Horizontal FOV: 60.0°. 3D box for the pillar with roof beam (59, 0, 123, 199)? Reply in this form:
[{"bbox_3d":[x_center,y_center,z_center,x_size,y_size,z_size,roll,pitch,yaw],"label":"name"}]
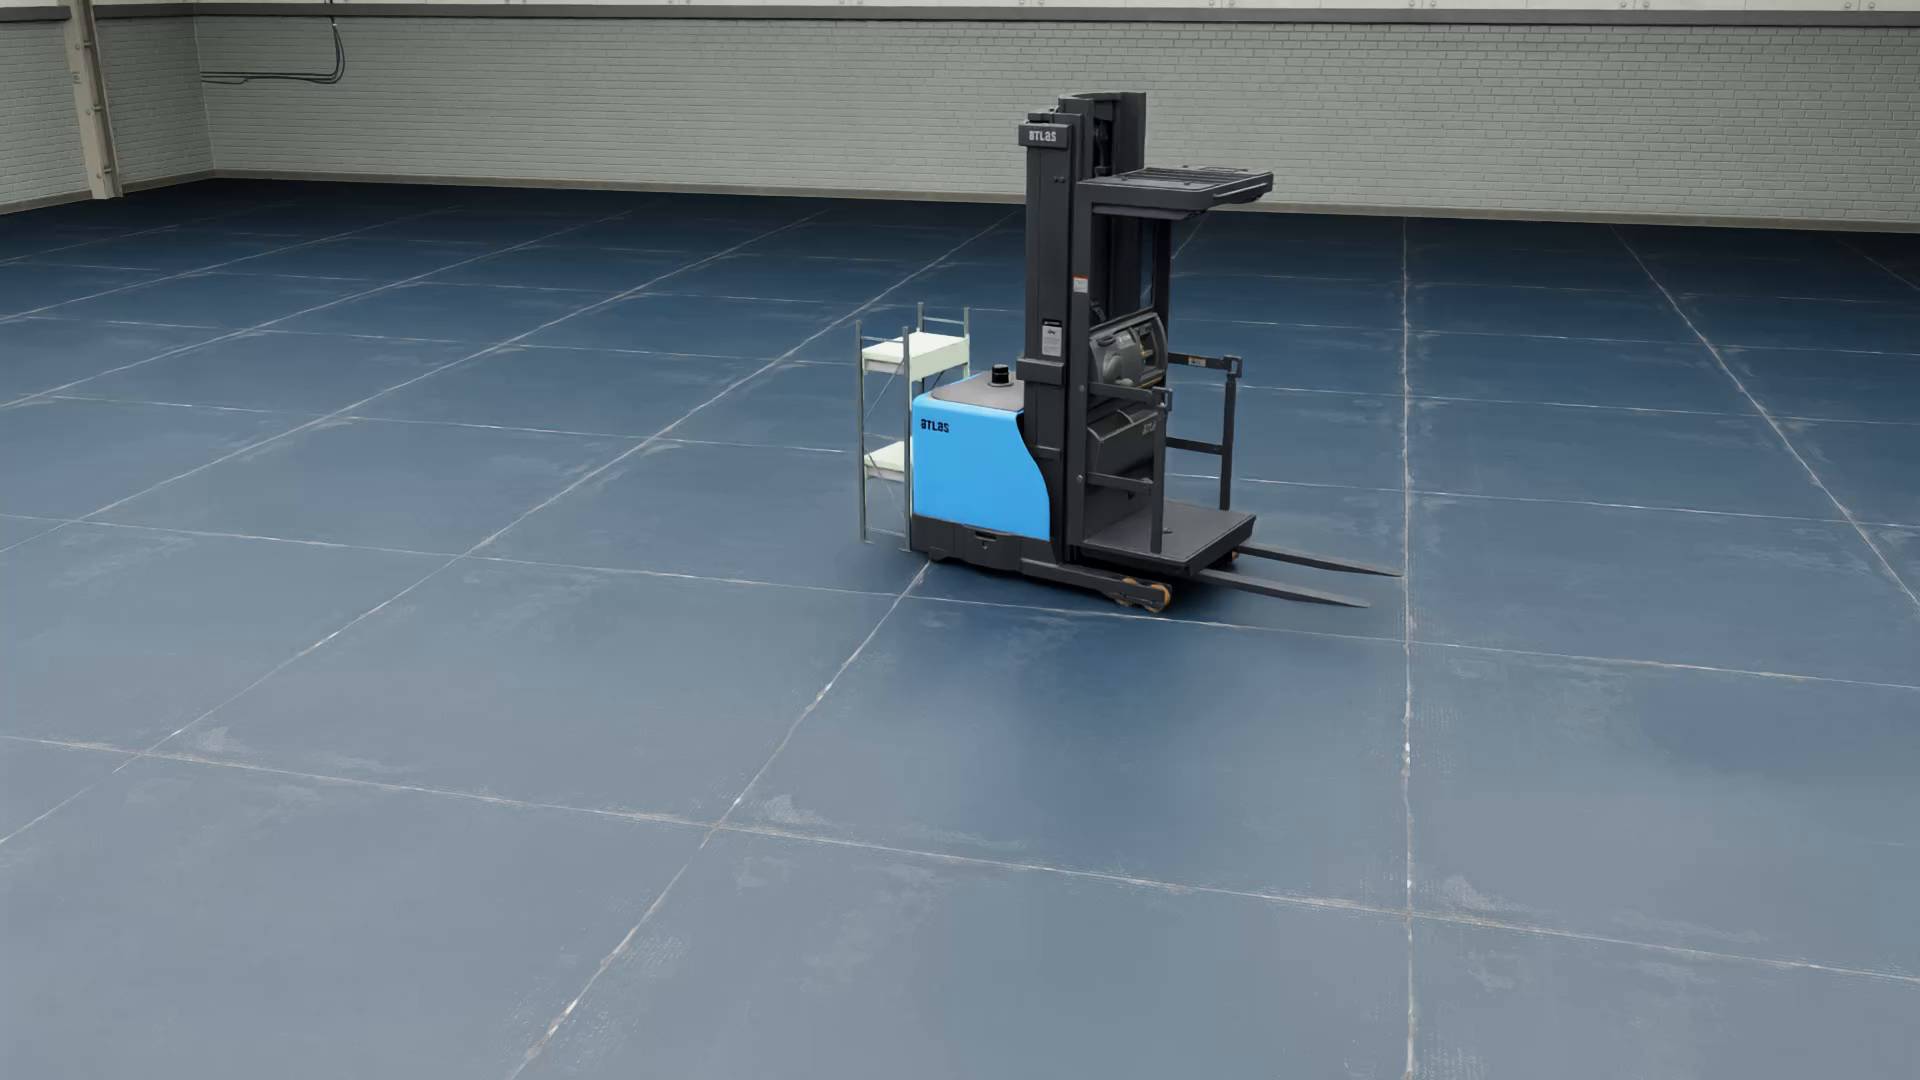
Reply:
[{"bbox_3d":[-10.276,-9.724,25.735,9.100,9.000,0.400,5,19,13],"label":"pillar with roof beam"}]

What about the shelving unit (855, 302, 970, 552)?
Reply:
[{"bbox_3d":[-0.303,-0.766,11.110,0.431,1.500,0.755,11,22,30],"label":"shelving unit"}]

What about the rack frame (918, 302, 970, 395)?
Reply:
[{"bbox_3d":[-0.109,-0.867,11.404,0.400,1.500,0.023,11,22,30],"label":"rack frame"}]

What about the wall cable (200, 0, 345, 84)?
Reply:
[{"bbox_3d":[-12.449,-9.414,29.630,3.097,2.526,0.112,5,19,13],"label":"wall cable"}]

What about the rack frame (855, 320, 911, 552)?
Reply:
[{"bbox_3d":[-0.496,-0.666,10.816,0.400,1.500,0.023,11,22,30],"label":"rack frame"}]

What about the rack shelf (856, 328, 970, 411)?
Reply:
[{"bbox_3d":[-0.303,-1.135,10.984,0.431,0.370,0.720,11,22,30],"label":"rack shelf"}]

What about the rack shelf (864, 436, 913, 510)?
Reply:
[{"bbox_3d":[-0.303,-0.458,11.216,0.431,0.370,0.720,11,22,30],"label":"rack shelf"}]

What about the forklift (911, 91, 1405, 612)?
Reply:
[{"bbox_3d":[1.201,-1.151,10.023,3.031,2.935,1.130,12,22,31],"label":"forklift"}]
